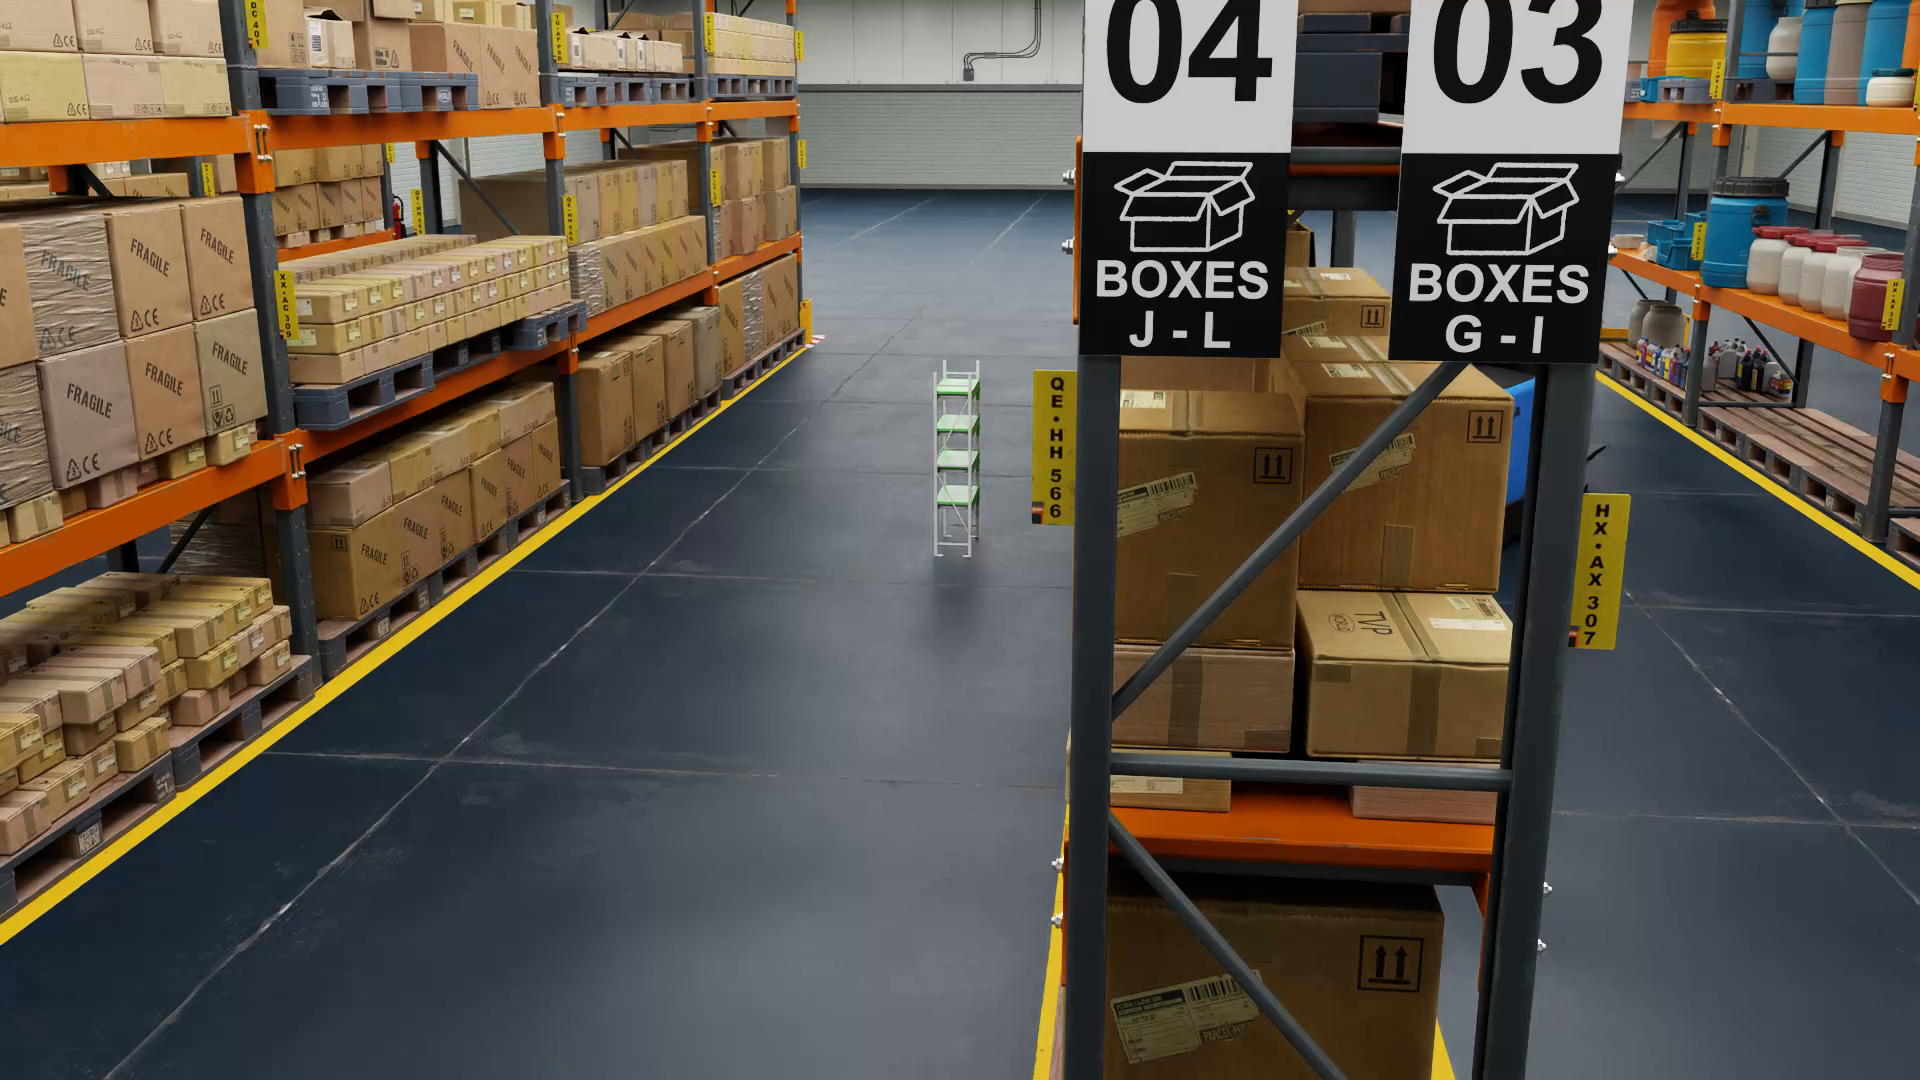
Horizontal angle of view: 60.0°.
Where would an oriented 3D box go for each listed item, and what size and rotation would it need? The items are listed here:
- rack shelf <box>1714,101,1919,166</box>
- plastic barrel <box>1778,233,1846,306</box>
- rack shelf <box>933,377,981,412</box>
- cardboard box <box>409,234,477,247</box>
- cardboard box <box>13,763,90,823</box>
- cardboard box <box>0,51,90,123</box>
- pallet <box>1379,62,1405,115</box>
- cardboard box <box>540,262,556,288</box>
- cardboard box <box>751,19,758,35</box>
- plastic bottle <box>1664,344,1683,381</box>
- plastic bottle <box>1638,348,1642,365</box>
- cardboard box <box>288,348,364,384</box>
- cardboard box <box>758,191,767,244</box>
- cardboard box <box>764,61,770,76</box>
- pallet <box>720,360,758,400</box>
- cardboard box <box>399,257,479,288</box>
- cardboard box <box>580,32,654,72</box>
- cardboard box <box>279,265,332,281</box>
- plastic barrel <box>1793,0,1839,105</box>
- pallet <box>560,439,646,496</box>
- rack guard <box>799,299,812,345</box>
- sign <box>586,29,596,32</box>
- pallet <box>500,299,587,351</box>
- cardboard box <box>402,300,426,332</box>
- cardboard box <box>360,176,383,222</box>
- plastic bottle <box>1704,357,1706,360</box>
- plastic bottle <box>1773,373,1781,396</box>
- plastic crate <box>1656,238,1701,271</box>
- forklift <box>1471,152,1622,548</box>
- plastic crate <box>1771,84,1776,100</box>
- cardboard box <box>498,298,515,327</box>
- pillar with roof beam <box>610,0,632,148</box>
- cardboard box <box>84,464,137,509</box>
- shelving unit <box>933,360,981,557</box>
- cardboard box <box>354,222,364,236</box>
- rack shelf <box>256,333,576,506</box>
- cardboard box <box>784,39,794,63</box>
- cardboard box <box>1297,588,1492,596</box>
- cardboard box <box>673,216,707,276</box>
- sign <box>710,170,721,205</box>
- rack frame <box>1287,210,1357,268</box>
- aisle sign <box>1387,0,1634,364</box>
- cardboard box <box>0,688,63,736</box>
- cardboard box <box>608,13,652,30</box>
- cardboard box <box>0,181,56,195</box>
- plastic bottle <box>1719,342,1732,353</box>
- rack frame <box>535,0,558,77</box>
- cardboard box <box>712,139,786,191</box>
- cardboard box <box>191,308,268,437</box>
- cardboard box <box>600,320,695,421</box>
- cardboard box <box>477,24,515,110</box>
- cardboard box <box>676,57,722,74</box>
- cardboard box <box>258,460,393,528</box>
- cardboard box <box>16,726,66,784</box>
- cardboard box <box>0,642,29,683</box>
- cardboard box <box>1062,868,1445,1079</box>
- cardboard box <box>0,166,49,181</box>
[{"bbox_3d":[6.788,-3.045,12.308,1.077,0.370,4.000,2,15,6],"label":"rack shelf"},{"bbox_3d":[6.605,-2.097,12.909,0.433,0.535,0.433,0,15,0],"label":"plastic barrel"},{"bbox_3d":[-0.019,-0.938,10.738,0.258,0.148,0.480,2,15,6],"label":"rack shelf"},{"bbox_3d":[-3.521,-1.997,11.338,0.380,0.149,0.250,2,15,6],"label":"cardboard box"},{"bbox_3d":[-3.641,0.977,6.461,0.380,0.149,0.250,2,15,6],"label":"cardboard box"},{"bbox_3d":[-3.639,-1.686,6.191,0.500,0.250,0.500,2,15,6],"label":"cardboard box"},{"bbox_3d":[0.946,-1.412,5.060,1.003,0.211,1.213,2,15,6],"label":"pallet"},{"bbox_3d":[-2.908,-1.758,11.024,0.380,0.149,0.250,2,15,8],"label":"cardboard box"},{"bbox_3d":[-2.275,-5.223,16.942,0.380,0.149,0.250,2,15,6],"label":"cardboard box"},{"bbox_3d":[6.858,-1.706,15.955,0.144,0.351,0.185,2,15,6],"label":"plastic bottle"},{"bbox_3d":[6.939,-1.874,16.864,0.097,0.201,0.097,0,15,0],"label":"plastic bottle"},{"bbox_3d":[-3.226,-0.876,8.333,0.380,0.149,0.250,1,15,4],"label":"cardboard box"},{"bbox_3d":[-2.599,-3.509,18.104,0.875,0.550,0.550,2,15,6],"label":"cardboard box"},{"bbox_3d":[-2.218,-4.971,17.536,0.380,0.149,0.250,2,15,7],"label":"cardboard box"},{"bbox_3d":[-2.661,-1.630,16.786,1.003,0.211,1.213,2,15,6],"label":"pallet"},{"bbox_3d":[-3.054,-1.569,9.755,0.380,0.149,0.250,2,15,8],"label":"cardboard box"},{"bbox_3d":[-2.804,-3.976,13.548,0.500,0.311,0.500,1,15,4],"label":"cardboard box"},{"bbox_3d":[-3.755,-1.453,9.327,0.380,0.149,0.250,1,15,4],"label":"cardboard box"},{"bbox_3d":[7.172,-4.015,13.556,0.600,0.901,0.708,2,15,6],"label":"plastic barrel"},{"bbox_3d":[-3.112,-0.600,12.976,1.003,0.211,1.213,2,15,6],"label":"pallet"},{"bbox_3d":[-2.371,-2.618,19.887,1.175,0.500,0.348,2,15,6],"label":"rack guard"},{"bbox_3d":[-3.377,-4.533,15.290,0.100,0.325,0.005,2,15,6],"label":"sign"},{"bbox_3d":[-3.251,-1.463,11.194,1.213,0.211,1.003,2,15,6],"label":"pallet"},{"bbox_3d":[-3.141,-1.222,9.040,0.380,0.149,0.250,1,15,4],"label":"cardboard box"},{"bbox_3d":[-7.091,-3.981,19.377,0.500,0.500,0.500,1,15,5],"label":"cardboard box"},{"bbox_3d":[6.971,-1.588,15.663,0.152,0.276,0.135,2,15,6],"label":"plastic bottle"},{"bbox_3d":[7.496,-1.421,15.187,0.097,0.201,0.097,0,15,0],"label":"plastic bottle"},{"bbox_3d":[6.868,-2.686,15.635,0.499,0.251,0.616,2,15,6],"label":"plastic crate"},{"bbox_3d":[3.909,-1.688,11.790,1.130,2.935,3.031,11,19,35],"label":"forklift"},{"bbox_3d":[7.462,-4.210,15.644,0.336,0.188,0.450,2,15,6],"label":"plastic crate"},{"bbox_3d":[-2.994,-1.418,10.337,0.380,0.149,0.250,1,15,4],"label":"cardboard box"},{"bbox_3d":[-5.547,-14.479,47.470,9.100,9.000,0.400,2,15,6],"label":"pillar with roof beam"},{"bbox_3d":[-3.592,-0.229,6.744,0.380,0.149,0.250,1,15,4],"label":"cardboard box"},{"bbox_3d":[-0.019,-0.536,10.847,0.258,1.200,0.503,2,15,6],"label":"shelving unit"},{"bbox_3d":[-7.102,-3.579,19.132,0.380,0.149,0.250,1,15,5],"label":"cardboard box"},{"bbox_3d":[-3.502,-0.878,10.040,1.077,0.370,4.000,2,15,6],"label":"rack shelf"},{"bbox_3d":[-2.151,-5.454,18.559,0.500,0.250,0.500,2,15,7],"label":"cardboard box"},{"bbox_3d":[1.112,0.181,4.465,0.500,0.250,0.500,2,15,6],"label":"cardboard box"},{"bbox_3d":[-2.618,-2.686,15.158,0.500,0.500,0.500,2,15,6],"label":"cardboard box"},{"bbox_3d":[-2.285,-3.288,15.510,0.100,0.325,0.005,2,15,6],"label":"sign"},{"bbox_3d":[1.189,-0.534,7.390,1.000,3.000,0.127,2,15,6],"label":"rack frame"},{"bbox_3d":[1.028,-0.724,3.113,0.394,0.787,0.004,2,15,6],"label":"aisle sign"},{"bbox_3d":[-3.720,0.682,6.412,0.380,0.149,0.250,2,15,6],"label":"cardboard box"},{"bbox_3d":[-3.100,-4.848,15.556,0.380,0.149,0.250,2,15,6],"label":"cardboard box"},{"bbox_3d":[-7.756,-2.771,14.096,0.500,0.500,0.500,1,15,4],"label":"cardboard box"},{"bbox_3d":[7.637,-1.844,16.611,0.152,0.276,0.135,2,15,7],"label":"plastic bottle"},{"bbox_3d":[-3.276,-4.640,11.081,1.000,3.000,0.127,2,15,6],"label":"rack frame"},{"bbox_3d":[-2.424,-4.172,18.488,0.875,0.550,0.550,2,15,6],"label":"cardboard box"},{"bbox_3d":[-3.501,-0.764,7.481,0.500,0.500,0.500,2,15,6],"label":"cardboard box"},{"bbox_3d":[-2.918,-1.484,14.410,1.050,0.750,0.750,2,15,6],"label":"cardboard box"},{"bbox_3d":[-3.132,-2.954,10.403,0.500,0.500,0.500,2,15,6],"label":"cardboard box"},{"bbox_3d":[-2.446,-4.443,15.586,0.380,0.149,0.250,1,15,5],"label":"cardboard box"},{"bbox_3d":[-3.382,-0.248,8.881,0.500,0.250,0.500,1,15,4],"label":"cardboard box"},{"bbox_3d":[-3.736,0.821,6.467,0.380,0.149,0.250,2,15,9],"label":"cardboard box"},{"bbox_3d":[-4.159,0.532,6.966,0.380,0.149,0.250,2,15,7],"label":"cardboard box"},{"bbox_3d":[0.731,1.158,4.399,0.875,0.875,0.875,2,15,6],"label":"cardboard box"},{"bbox_3d":[-8.179,-3.212,14.486,0.380,0.149,0.250,3,15,9],"label":"cardboard box"}]
